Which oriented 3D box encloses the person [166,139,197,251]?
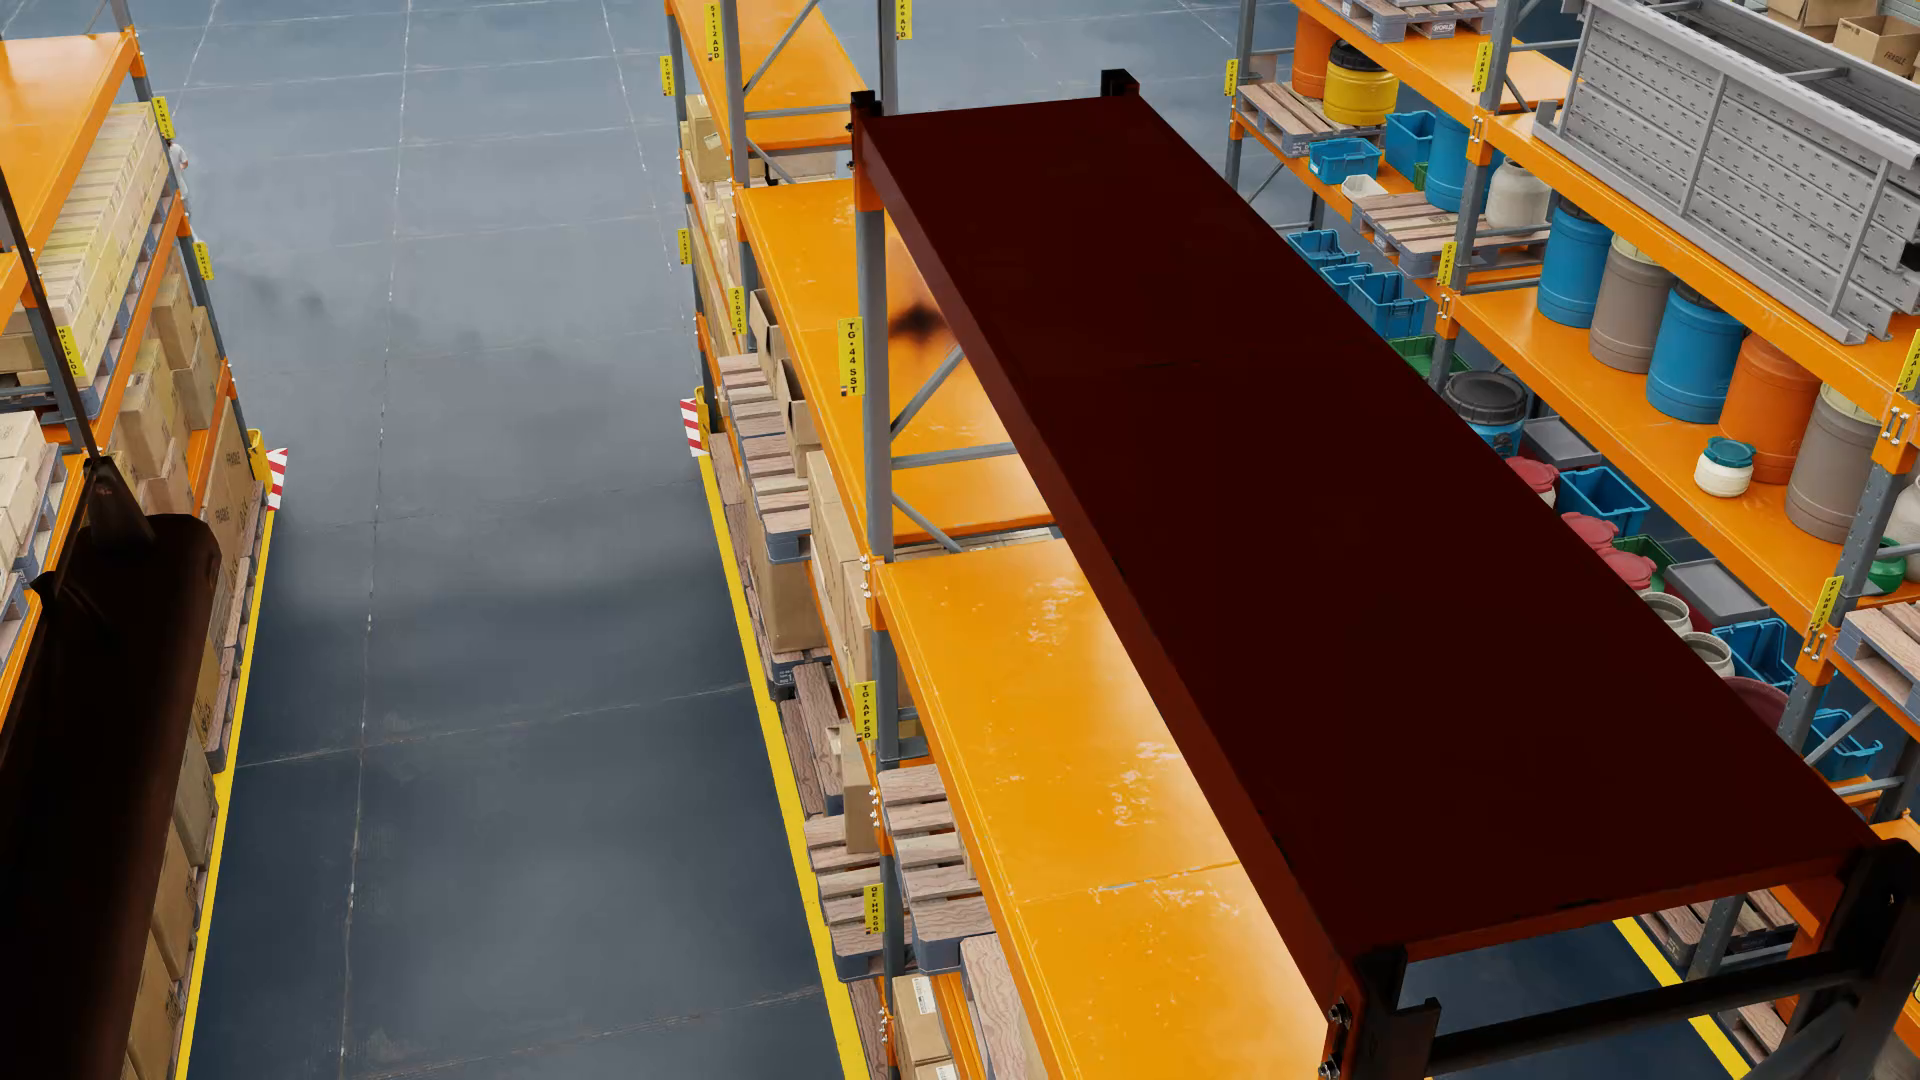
[{"bbox_3d":[-8.620,-3.756,18.125,0.542,1.638,0.612,13,36,18],"label":"person"}]
